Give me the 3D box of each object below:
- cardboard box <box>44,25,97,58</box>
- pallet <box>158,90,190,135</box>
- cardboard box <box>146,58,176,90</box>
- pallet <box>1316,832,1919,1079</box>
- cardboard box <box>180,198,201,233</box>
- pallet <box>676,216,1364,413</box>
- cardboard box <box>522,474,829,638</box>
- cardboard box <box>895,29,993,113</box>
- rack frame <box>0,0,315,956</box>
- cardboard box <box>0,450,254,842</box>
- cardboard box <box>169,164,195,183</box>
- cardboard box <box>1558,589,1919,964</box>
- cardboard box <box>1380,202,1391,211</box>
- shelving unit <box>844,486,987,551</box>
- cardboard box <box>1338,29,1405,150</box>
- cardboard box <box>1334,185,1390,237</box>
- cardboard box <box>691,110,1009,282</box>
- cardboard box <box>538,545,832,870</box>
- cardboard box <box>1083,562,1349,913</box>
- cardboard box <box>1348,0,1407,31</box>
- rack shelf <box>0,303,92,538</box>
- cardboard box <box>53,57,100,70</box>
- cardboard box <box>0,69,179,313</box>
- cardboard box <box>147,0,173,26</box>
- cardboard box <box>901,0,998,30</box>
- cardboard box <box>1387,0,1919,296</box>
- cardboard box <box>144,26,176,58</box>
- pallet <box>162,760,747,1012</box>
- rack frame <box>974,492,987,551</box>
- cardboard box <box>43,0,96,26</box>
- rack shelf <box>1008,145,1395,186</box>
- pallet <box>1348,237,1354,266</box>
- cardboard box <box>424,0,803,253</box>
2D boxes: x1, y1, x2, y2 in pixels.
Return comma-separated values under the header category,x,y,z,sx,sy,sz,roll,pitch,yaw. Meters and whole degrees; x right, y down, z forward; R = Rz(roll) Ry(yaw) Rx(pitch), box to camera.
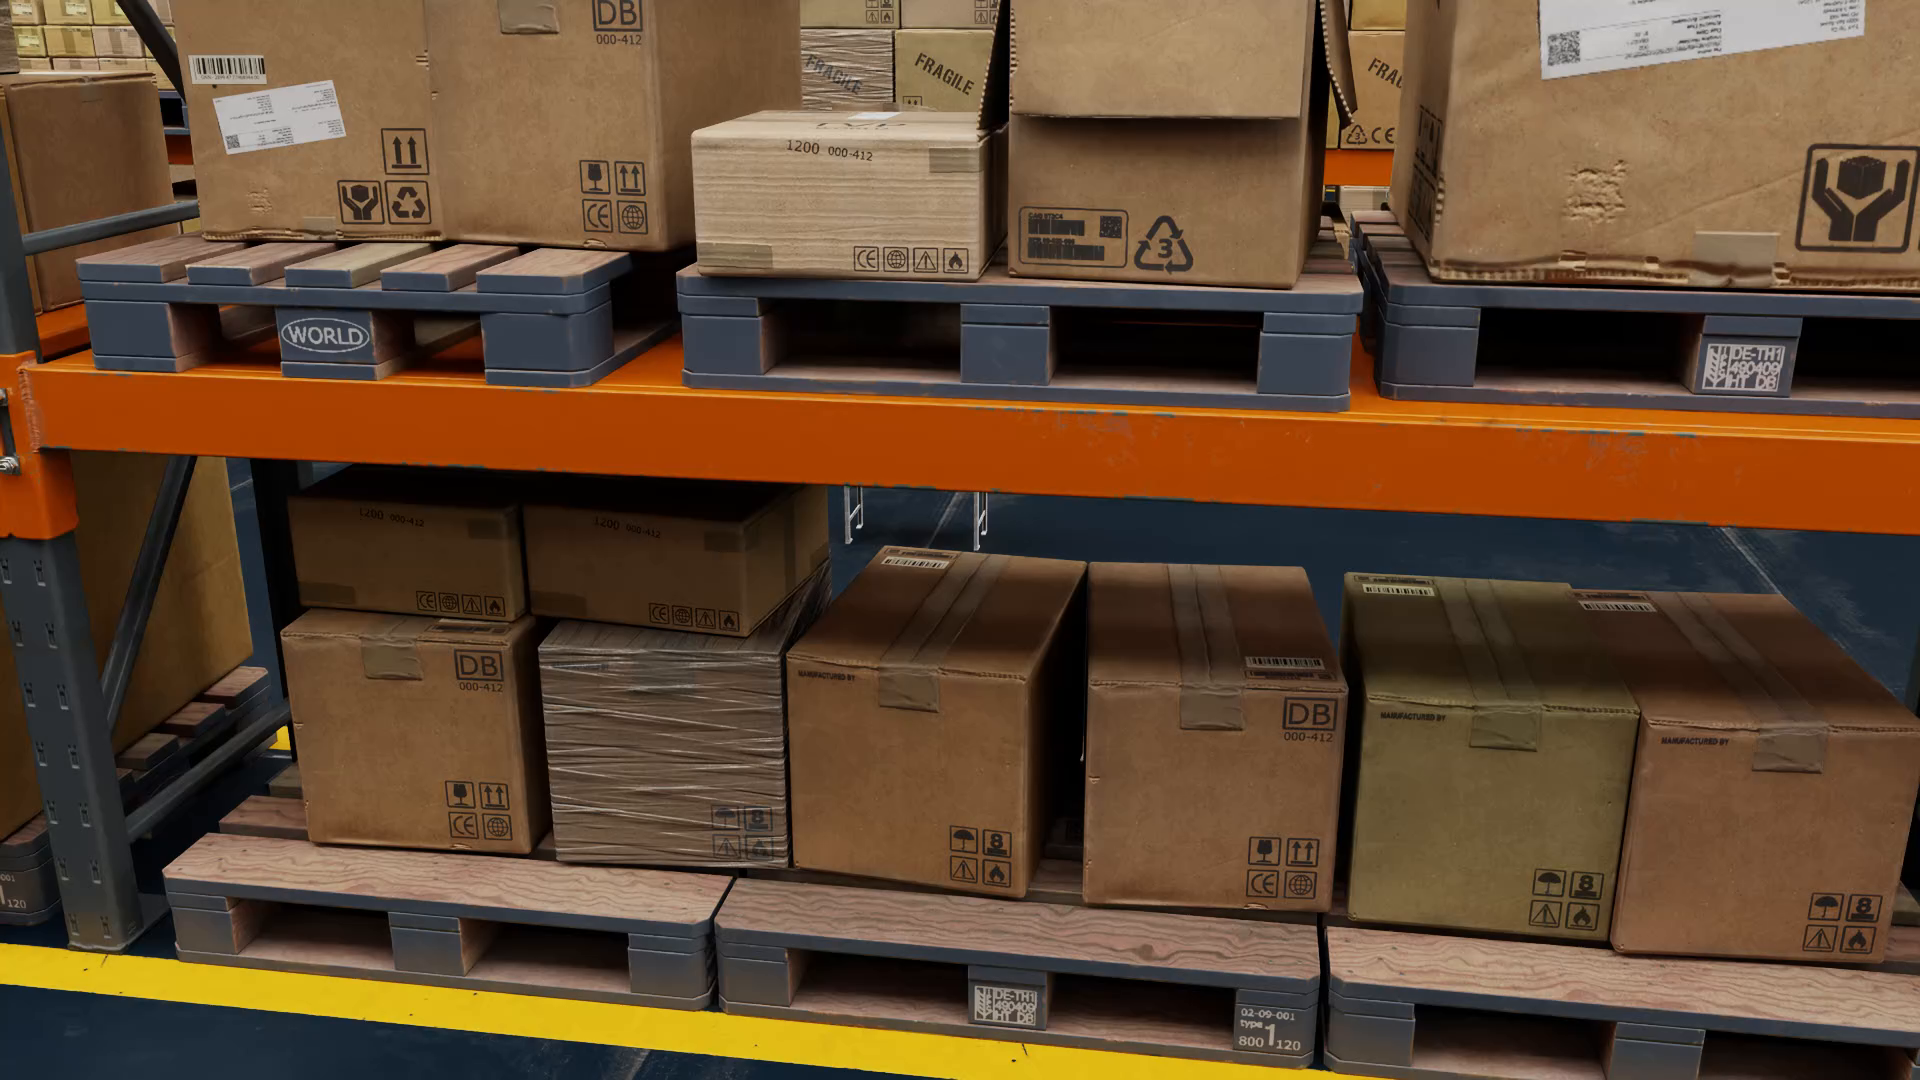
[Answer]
category,x,y,z,sx,sy,sz,roll,pitch,yaw
cardboard box,-4.293,-2.475,8.238,0.250,0.149,0.380,3,19,8
pallet,-4.134,-2.255,8.619,1.213,0.211,1.003,3,19,9
cardboard box,-3.781,-2.308,8.207,0.250,0.149,0.380,3,19,9
pallet,1.378,0.805,3.565,1.213,0.211,1.003,3,19,9
cardboard box,-3.651,-1.654,8.614,0.500,0.250,0.500,3,19,10
pallet,0.159,-0.502,3.380,1.213,0.211,1.003,3,19,9
cardboard box,-0.611,-0.011,3.674,0.500,0.250,0.500,5,19,15
cardboard box,-0.013,-2.145,7.828,0.500,0.500,0.500,3,19,8
rack frame,-1.802,-0.680,3.609,0.127,3.000,1.000,3,19,9
cardboard box,-2.480,0.087,4.003,0.875,0.875,1.225,2,19,6
cardboard box,-6.557,-3.126,14.296,0.875,0.438,0.875,3,19,10
cardboard box,1.544,0.460,3.447,0.500,0.500,0.700,1,19,4
cardboard box,2.406,-1.163,7.936,0.750,0.750,1.050,3,19,8
shelving unit,-0.163,-0.577,6.138,0.503,1.200,0.258,3,19,9
cardboard box,1.977,-2.043,7.524,0.500,0.500,0.500,3,19,8
cardboard box,3.201,-2.562,12.713,0.625,0.372,0.950,3,19,9
cardboard box,-0.184,-0.652,3.099,0.500,0.250,0.500,2,19,7
cardboard box,-0.588,0.348,3.782,0.500,0.500,0.700,1,19,4
cardboard box,0.524,0.402,3.620,0.500,0.500,0.700,1,19,4
cardboard box,2.034,-2.598,7.606,0.500,0.500,0.700,3,19,8
rack shelf,-3.777,-0.440,4.024,4.000,0.370,1.077,3,19,9
cardboard box,-4.274,-2.334,8.287,0.250,0.149,0.380,3,19,10
cardboard box,-2.239,-0.837,3.921,0.500,0.500,0.500,3,19,10
cardboard box,-3.774,-2.589,8.111,0.250,0.149,0.380,3,19,8
cardboard box,0.026,-2.700,7.912,0.500,0.500,0.700,3,19,8
cardboard box,1.385,-1.046,3.096,1.000,1.000,1.000,3,19,9
cardboard box,-3.781,-2.449,8.161,0.250,0.149,0.380,2,19,6
pallet,-1.031,0.682,3.932,1.213,0.211,1.003,3,19,9
rack frame,0.077,-0.565,6.101,0.015,1.200,0.240,3,19,9
cardboard box,-4.273,-2.617,8.192,0.250,0.149,0.380,3,19,10
rack shelf,1.059,-1.787,8.051,4.000,0.370,1.077,3,19,9
pallet,2.950,-2.300,12.844,1.213,0.211,1.003,3,19,9
cardboard box,-0.696,-0.915,3.492,0.500,0.500,0.700,6,19,17
